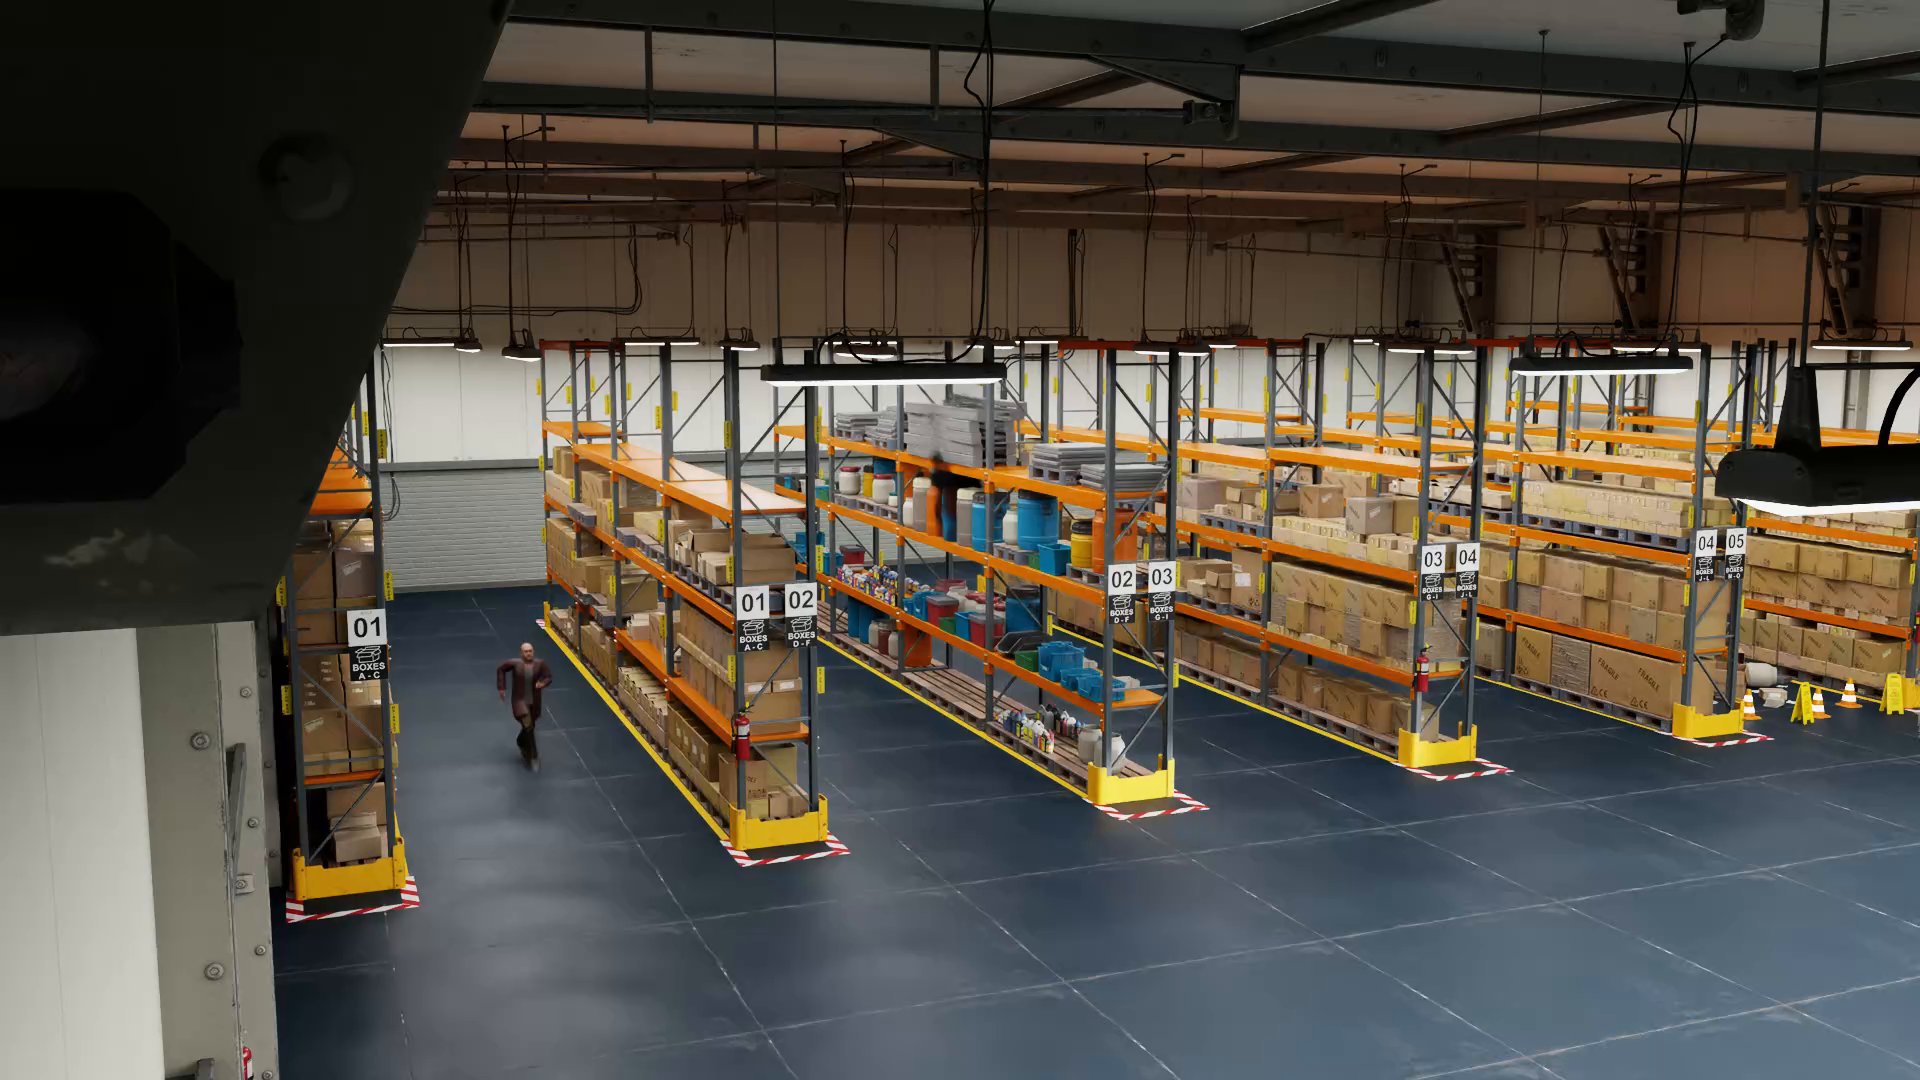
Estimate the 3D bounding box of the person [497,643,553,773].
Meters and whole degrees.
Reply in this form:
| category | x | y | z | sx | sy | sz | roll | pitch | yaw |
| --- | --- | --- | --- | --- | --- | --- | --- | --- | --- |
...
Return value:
| category | x | y | z | sx | sy | sz | roll | pitch | yaw |
| --- | --- | --- | --- | --- | --- | --- | --- | --- | --- |
| person | -6.237 | 2.365 | 23.890 | 0.733 | 1.812 | 1.025 | -4 | 8 | -28 |
